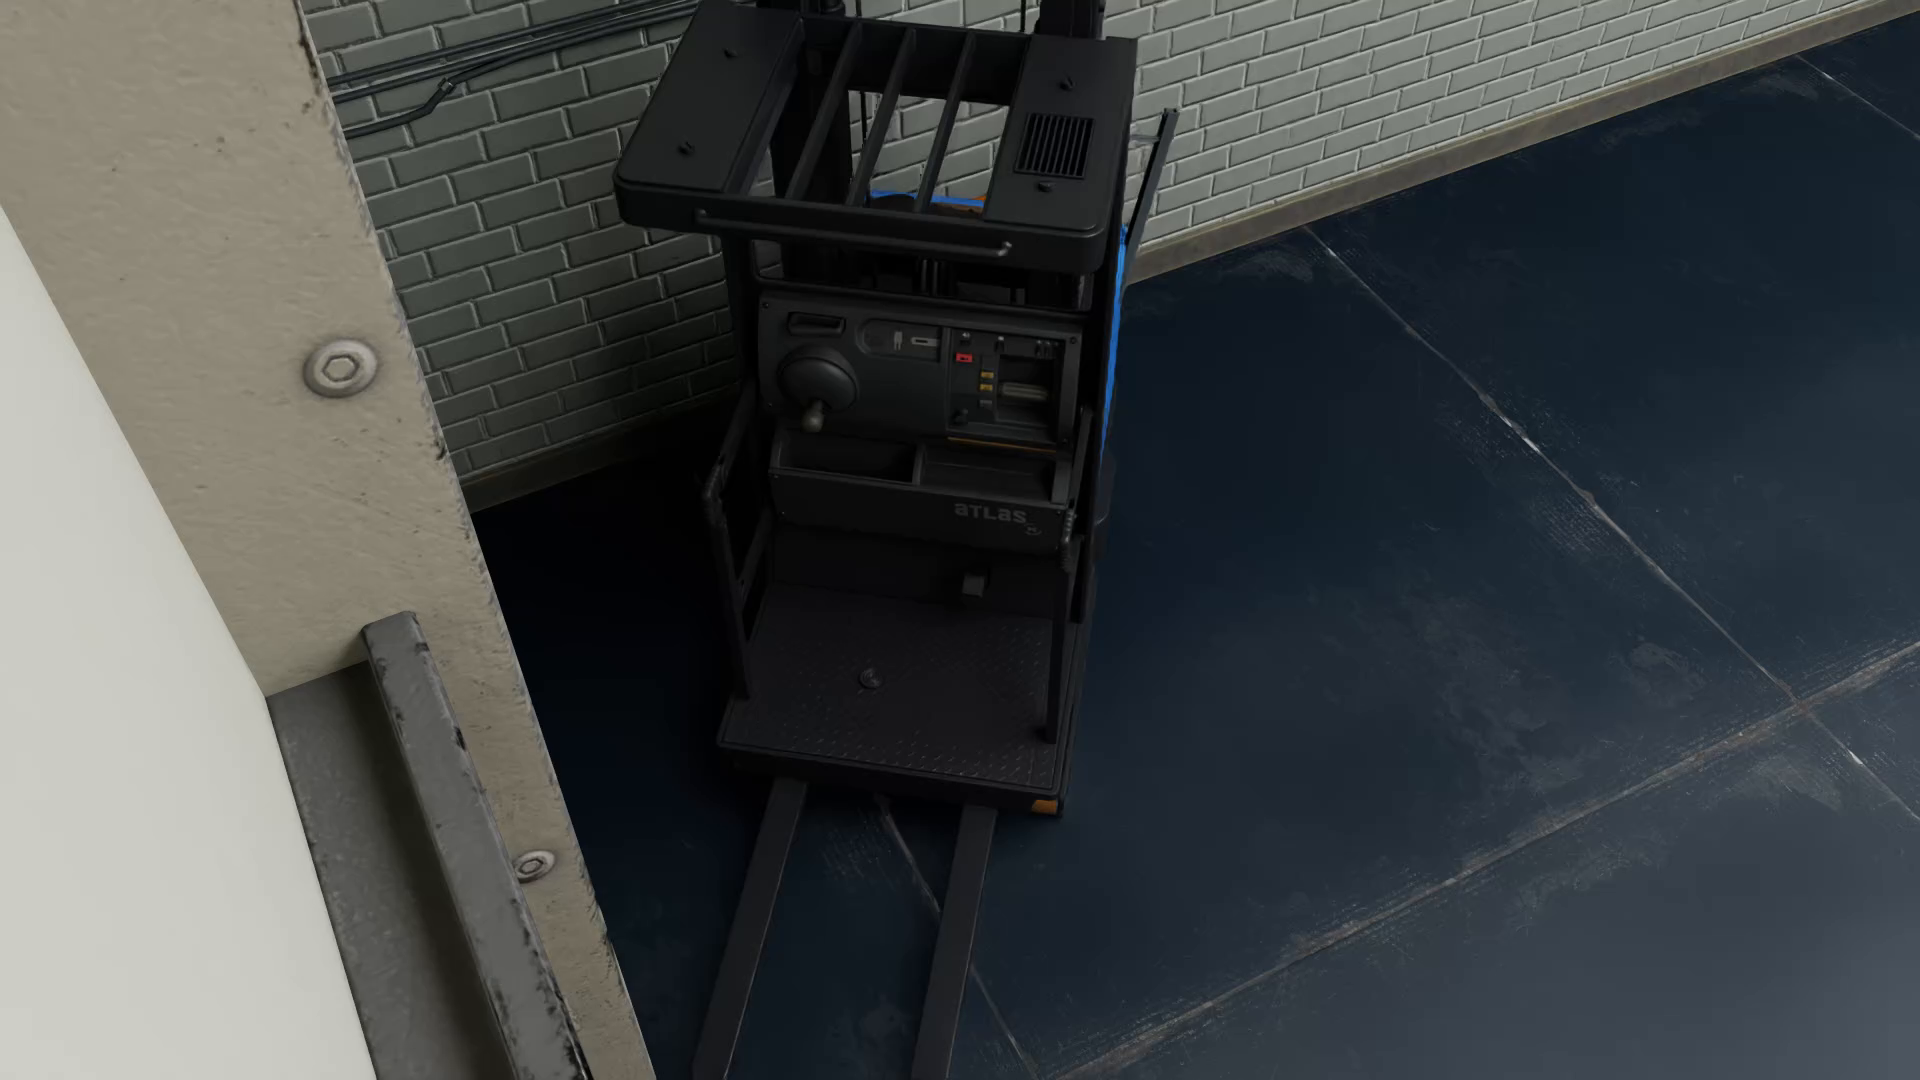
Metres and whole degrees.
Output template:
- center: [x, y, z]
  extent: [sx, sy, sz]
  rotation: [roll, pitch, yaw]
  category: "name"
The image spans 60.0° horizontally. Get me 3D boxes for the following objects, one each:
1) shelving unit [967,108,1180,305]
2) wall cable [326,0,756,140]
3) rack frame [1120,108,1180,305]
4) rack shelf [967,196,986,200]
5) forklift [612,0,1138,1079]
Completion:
- center: [0.181, -1.183, 6.181]
  extent: [0.587, 1.500, 1.083]
  rotation: [-4, 44, -20]
  category: "shelving unit"
- center: [-1.083, -2.330, 4.370]
  extent: [3.097, 2.526, 0.112]
  rotation: [-21, 52, -18]
  category: "wall cable"
- center: [0.334, -0.835, 5.830]
  extent: [0.500, 1.500, 0.032]
  rotation: [-4, 44, -20]
  category: "rack frame"
- center: [0.149, -1.045, 6.292]
  extent: [0.538, 0.185, 1.000]
  rotation: [-4, 44, -20]
  category: "rack shelf"
- center: [-0.156, -0.369, 4.623]
  extent: [1.130, 2.935, 3.031]
  rotation: [7, 49, 6]
  category: "forklift"
